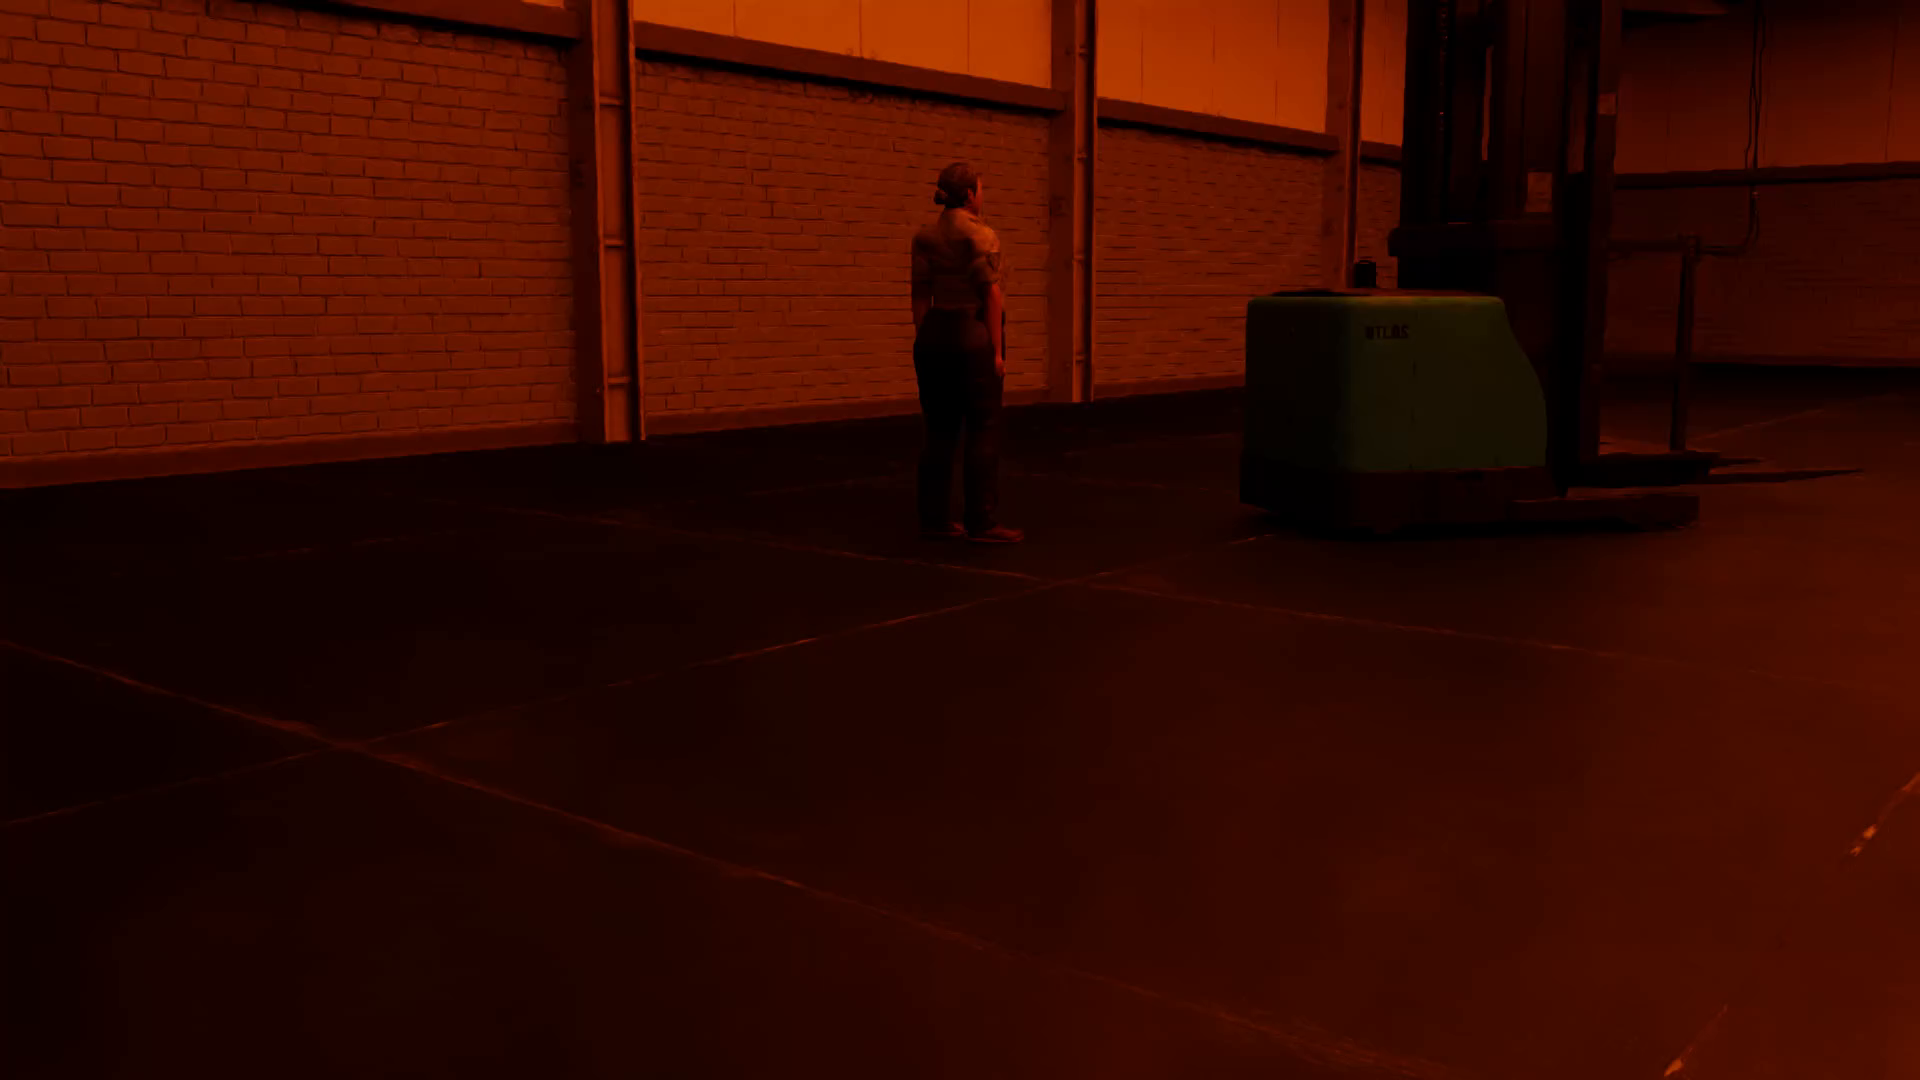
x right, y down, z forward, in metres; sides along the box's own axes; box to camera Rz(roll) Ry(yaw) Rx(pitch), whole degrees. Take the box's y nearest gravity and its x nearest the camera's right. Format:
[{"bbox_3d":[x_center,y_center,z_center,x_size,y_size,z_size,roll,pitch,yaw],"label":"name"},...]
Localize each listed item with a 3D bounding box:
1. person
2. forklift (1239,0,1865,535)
[{"bbox_3d":[0.016,-0.814,7.293,0.480,1.653,0.349,7,11,38],"label":"person"},{"bbox_3d":[2.954,-1.567,7.992,3.031,2.935,1.130,-2,9,-16],"label":"forklift"}]
